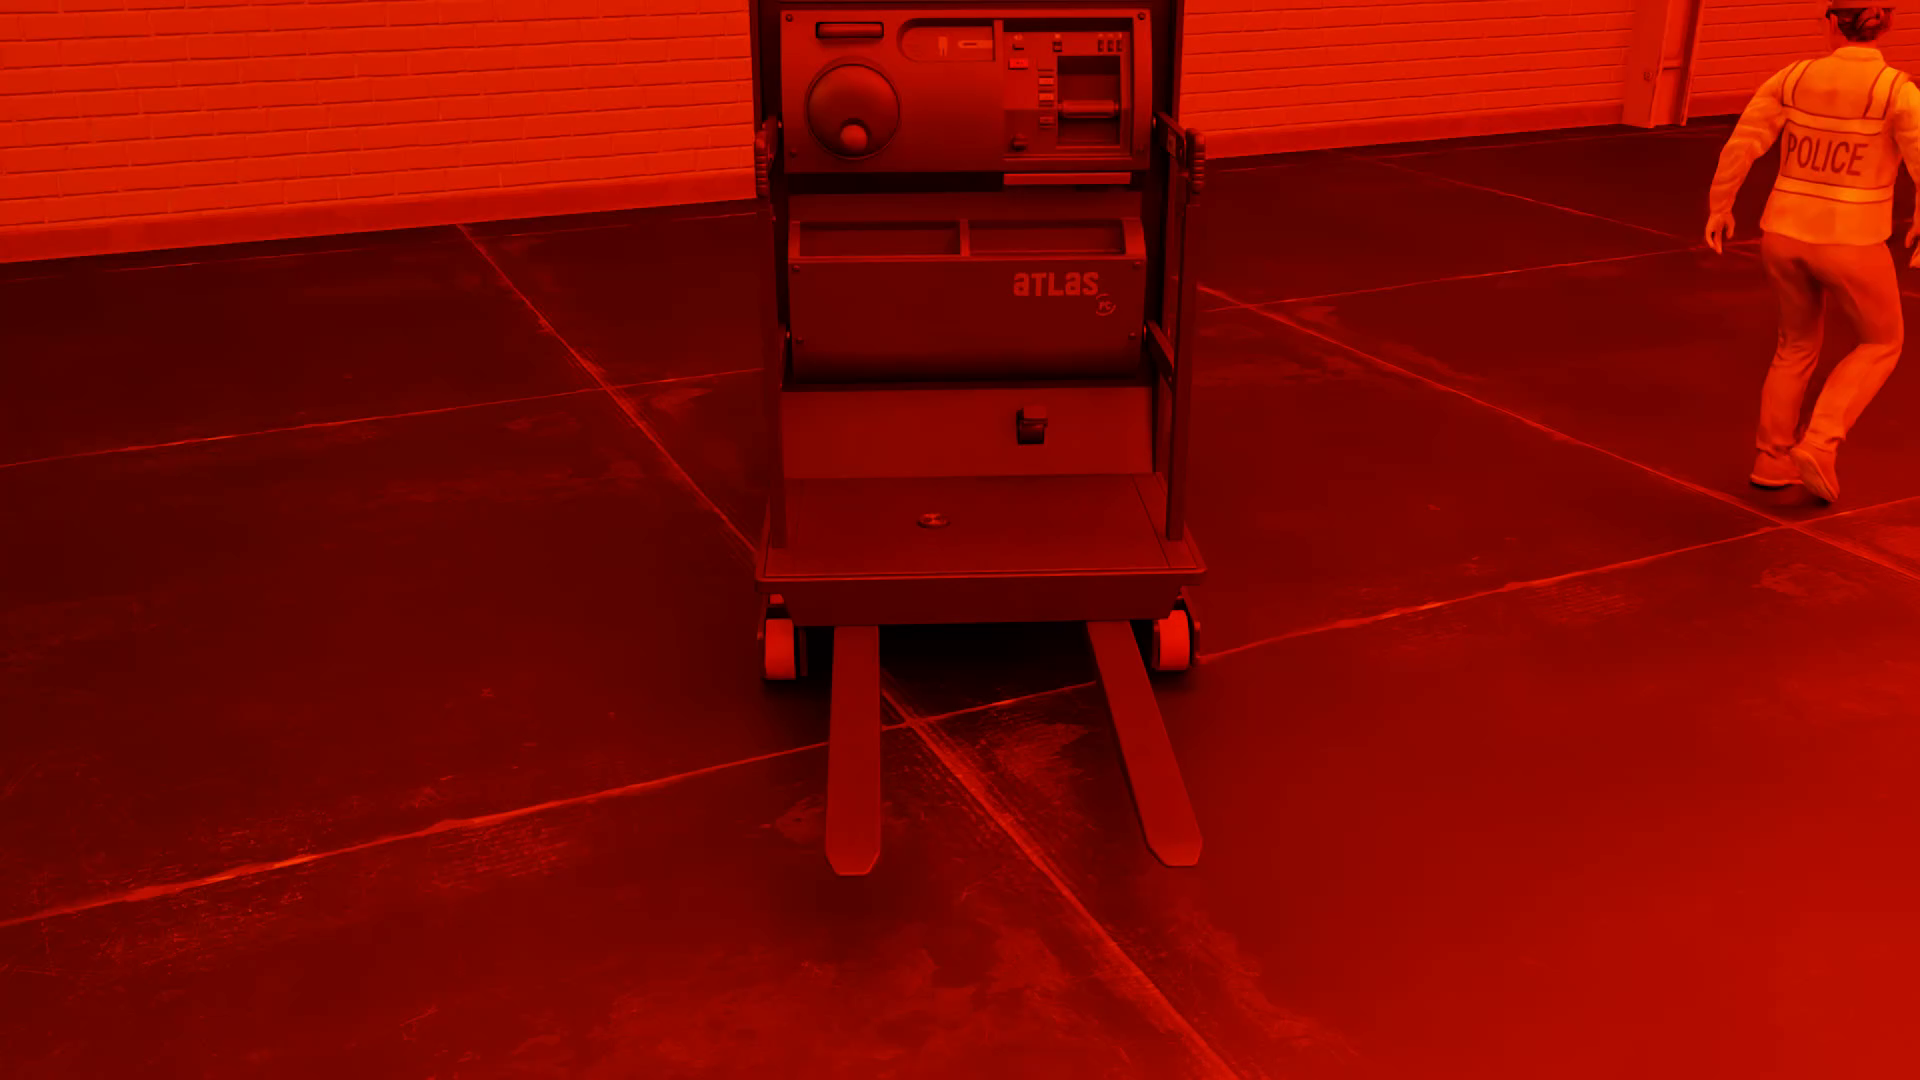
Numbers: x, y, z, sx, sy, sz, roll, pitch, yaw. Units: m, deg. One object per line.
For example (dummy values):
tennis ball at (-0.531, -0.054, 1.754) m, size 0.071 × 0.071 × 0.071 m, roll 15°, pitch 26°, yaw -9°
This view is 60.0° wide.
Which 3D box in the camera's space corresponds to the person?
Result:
person at (2.721, -0.942, 5.258) m, size 0.434 × 1.635 × 0.707 m, roll -14°, pitch 26°, yaw -30°

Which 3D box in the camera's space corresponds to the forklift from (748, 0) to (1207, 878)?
forklift at (0.030, -1.120, 3.982) m, size 1.130 × 2.935 × 3.031 m, roll -1°, pitch 23°, yaw -3°
